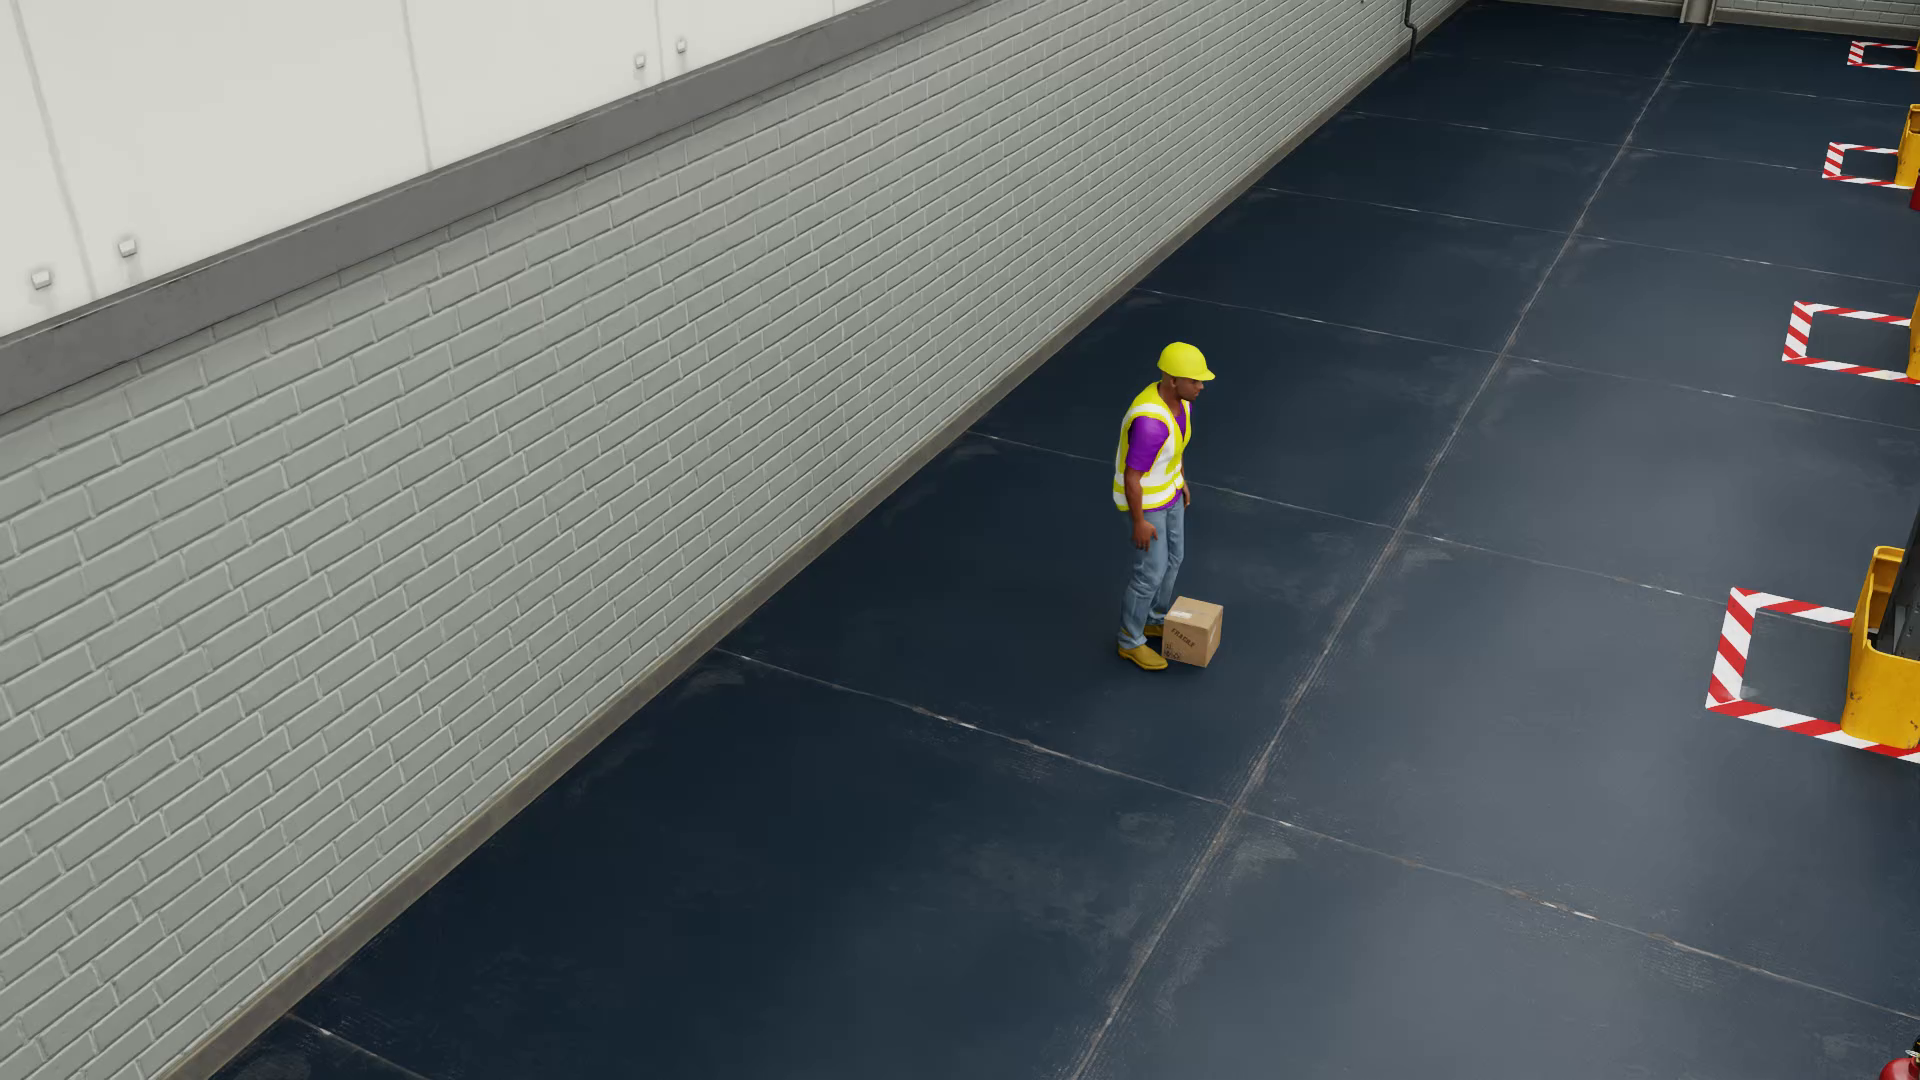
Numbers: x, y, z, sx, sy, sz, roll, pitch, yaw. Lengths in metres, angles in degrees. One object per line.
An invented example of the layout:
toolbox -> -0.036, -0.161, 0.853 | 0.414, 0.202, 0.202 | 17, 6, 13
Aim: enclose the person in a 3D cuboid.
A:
person -> 1.036, -0.206, 8.633 | 0.460, 1.760, 0.627 | 15, 33, 24
